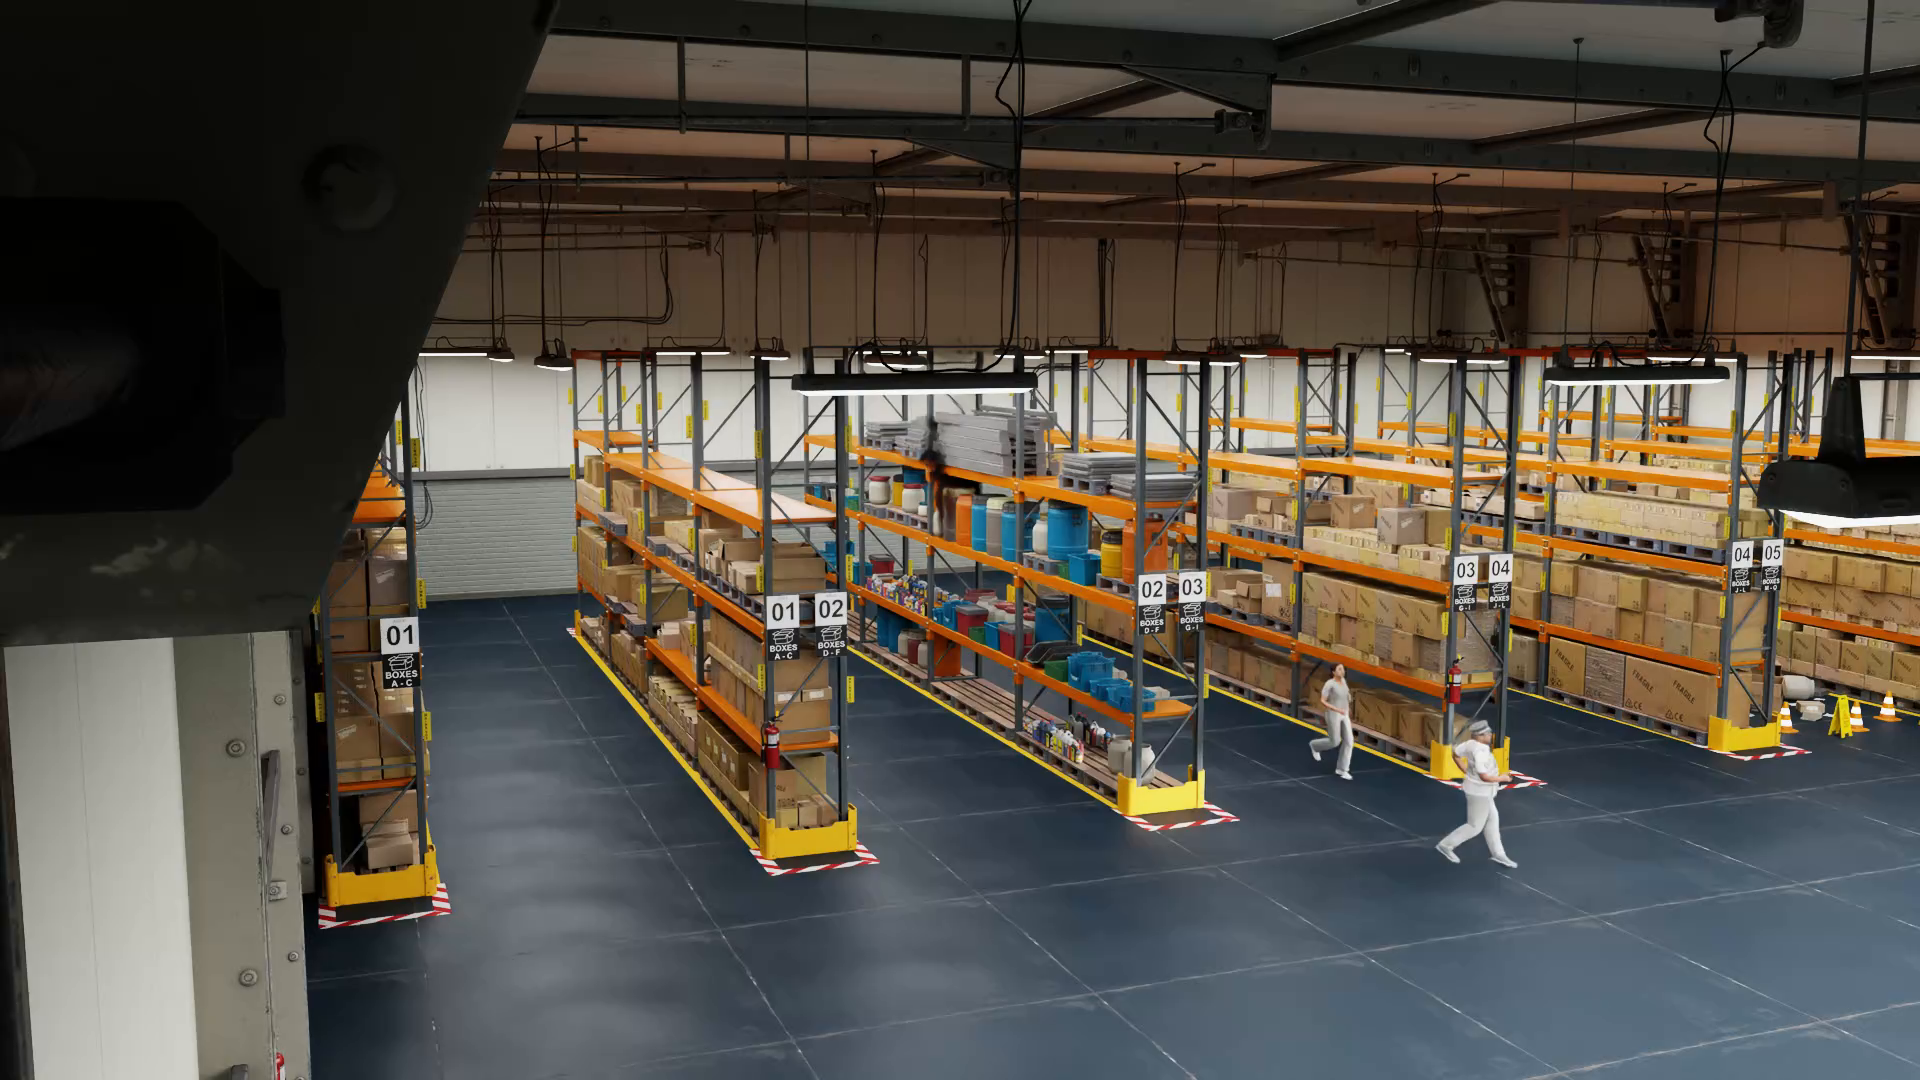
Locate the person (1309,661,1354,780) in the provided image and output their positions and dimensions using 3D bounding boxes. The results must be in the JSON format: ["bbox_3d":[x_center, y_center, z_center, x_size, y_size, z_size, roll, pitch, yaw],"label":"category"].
[{"bbox_3d":[5.395,2.559,23.961,0.576,1.670,0.820,-5,8,-33],"label":"person"}]

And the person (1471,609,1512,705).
[{"bbox_3d":[9.135,1.954,28.600,0.663,1.704,0.660,-3,8,-21],"label":"person"}]

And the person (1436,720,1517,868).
[{"bbox_3d":[6.141,3.010,19.680,0.980,1.803,0.673,1,7,6],"label":"person"}]
